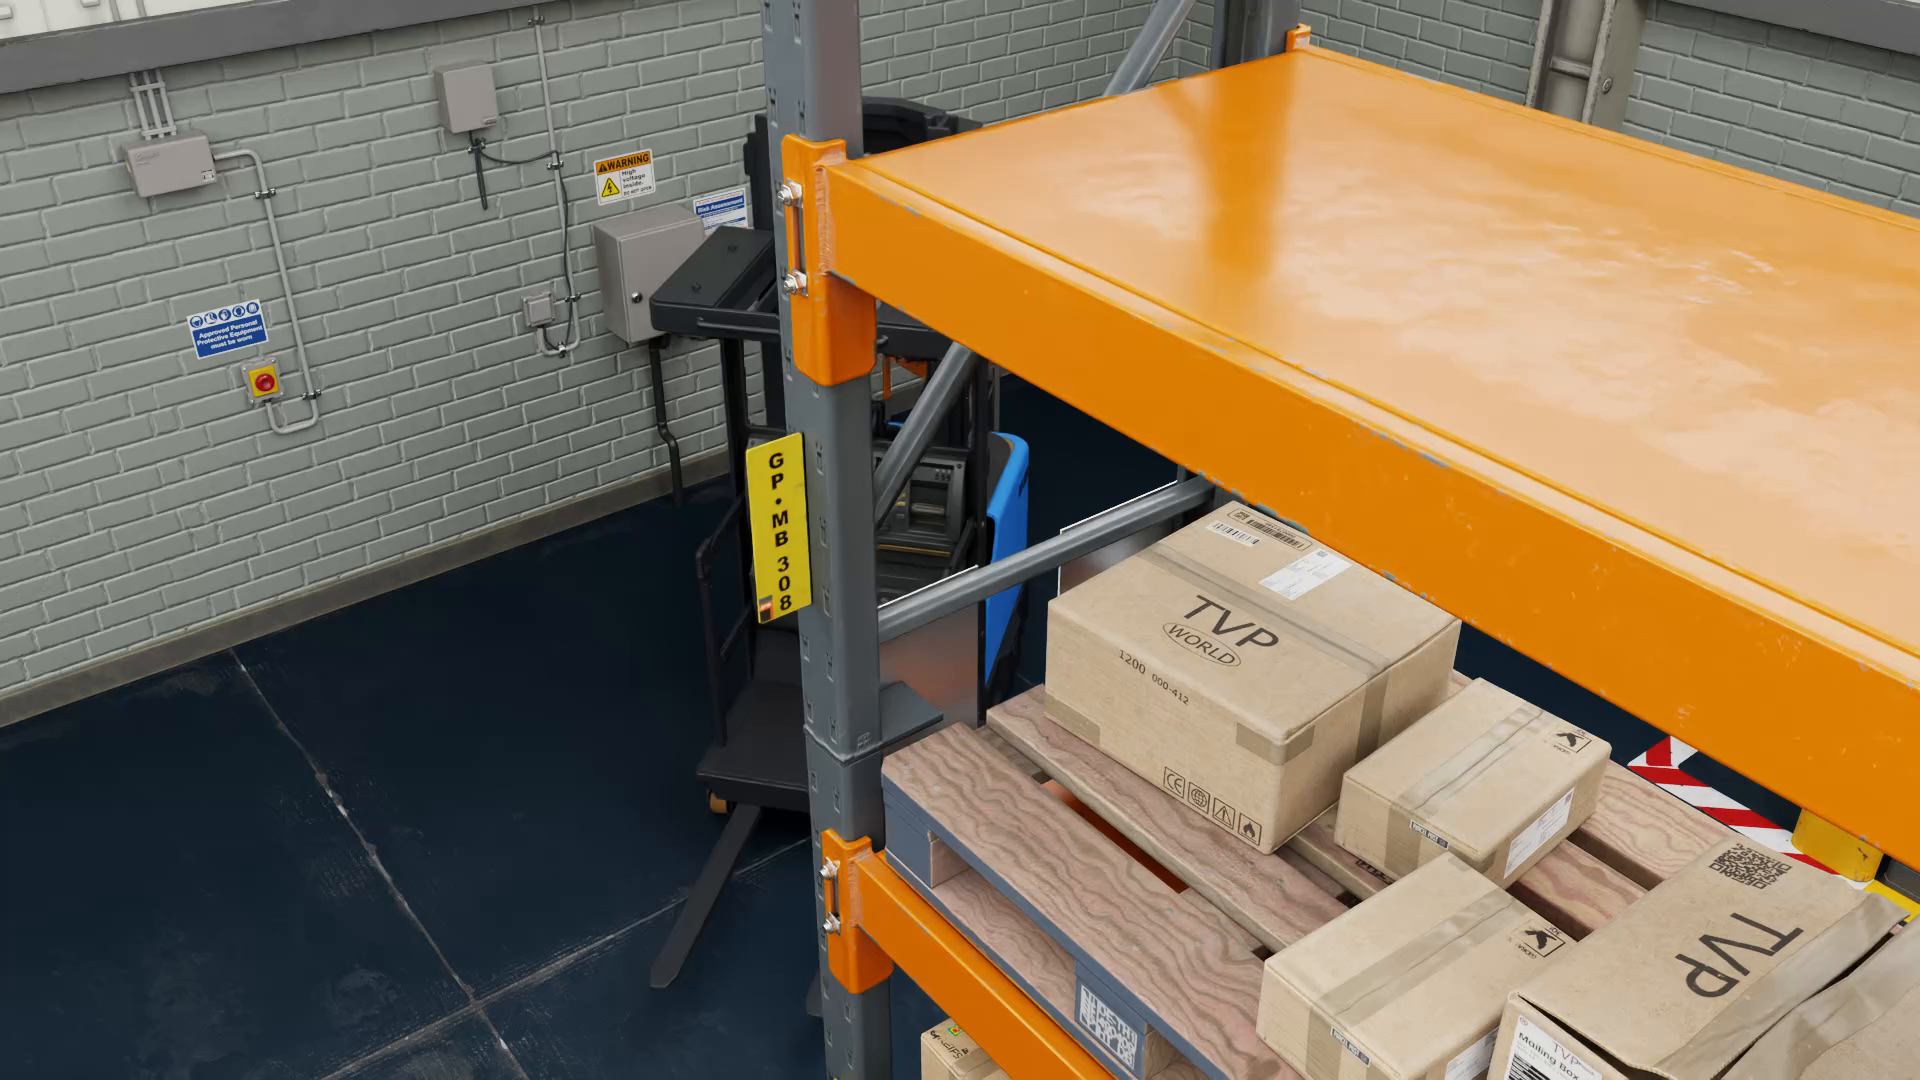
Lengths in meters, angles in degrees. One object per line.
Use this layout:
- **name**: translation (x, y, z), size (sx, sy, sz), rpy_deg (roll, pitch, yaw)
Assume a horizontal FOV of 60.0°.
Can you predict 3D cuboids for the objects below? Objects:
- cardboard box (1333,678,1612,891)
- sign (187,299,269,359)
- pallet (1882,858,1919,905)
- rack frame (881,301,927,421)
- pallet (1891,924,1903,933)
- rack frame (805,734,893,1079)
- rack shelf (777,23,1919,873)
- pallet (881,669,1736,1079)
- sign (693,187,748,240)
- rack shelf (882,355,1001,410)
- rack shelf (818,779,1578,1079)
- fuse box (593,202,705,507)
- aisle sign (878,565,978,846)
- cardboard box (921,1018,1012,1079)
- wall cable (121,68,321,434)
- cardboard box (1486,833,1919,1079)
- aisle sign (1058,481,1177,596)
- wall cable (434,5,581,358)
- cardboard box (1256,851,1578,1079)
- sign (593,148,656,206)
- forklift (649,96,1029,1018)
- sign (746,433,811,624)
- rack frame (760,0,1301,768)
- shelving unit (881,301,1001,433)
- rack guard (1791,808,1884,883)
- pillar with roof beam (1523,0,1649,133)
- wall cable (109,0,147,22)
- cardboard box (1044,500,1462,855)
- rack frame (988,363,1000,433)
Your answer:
- **cardboard box**: translation (0.818, 0.405, 2.657), size (0.380, 0.149, 0.250), rpy_deg (-26, 40, -35)
- **sign**: translation (-3.401, -0.981, 7.730), size (0.327, 0.218, 0.001), rpy_deg (-22, 38, -31)
- **pallet**: translation (4.606, 1.427, 6.752), size (1.003, 0.211, 1.213), rpy_deg (-22, 38, -31)
- **rack frame**: translation (-0.251, -1.063, 8.971), size (0.400, 2.100, 0.015), rpy_deg (-22, 38, -31)
- **pallet**: translation (1.366, 1.064, 1.934), size (1.003, 0.211, 1.213), rpy_deg (-22, 38, -31)
- **rack frame**: translation (0.151, 1.486, 4.014), size (1.000, 3.000, 0.127), rpy_deg (-22, 38, -31)
- **rack shelf**: translation (1.377, 0.247, 1.384), size (1.077, 0.370, 4.000), rpy_deg (-22, 38, -31)
- **pallet**: translation (0.614, 0.556, 2.753), size (1.003, 0.211, 1.213), rpy_deg (-22, 38, -31)
- **sign**: translation (-1.313, -1.681, 9.203), size (0.329, 0.494, 0.001), rpy_deg (-22, 38, -31)
- **rack shelf**: translation (-0.101, -0.949, 8.814), size (0.431, 0.518, 0.480), rpy_deg (-22, 38, -31)
- **rack shelf**: translation (1.377, 1.351, 2.070), size (1.077, 0.370, 4.000), rpy_deg (-22, 38, -31)
- **fuse box**: translation (-1.577, -0.928, 9.122), size (0.539, 1.711, 0.414), rpy_deg (-22, 38, -31)
- **aisle sign**: translation (-0.122, 0.446, 3.225), size (0.394, 0.787, 0.004), rpy_deg (-22, 38, -31)
- **cardboard box**: translation (0.150, 0.981, 3.170), size (0.380, 0.149, 0.250), rpy_deg (-21, 38, -30)
- **wall cable**: translation (-3.325, -1.301, 7.509), size (0.585, 1.953, 0.123), rpy_deg (-22, 38, -31)
- **cardboard box**: translation (1.029, 0.669, 2.078), size (0.500, 0.311, 0.500), rpy_deg (-22, 38, -31)
- **aisle sign**: translation (0.352, 0.252, 3.538), size (0.394, 0.787, 0.004), rpy_deg (-22, 38, -31)
- **wall cable**: translation (-2.212, -1.751, 8.264), size (0.588, 1.984, 0.122), rpy_deg (-22, 38, -31)
- **cardboard box**: translation (0.636, 0.626, 2.301), size (0.380, 0.149, 0.250), rpy_deg (-21, 37, -30)
- **sign**: translation (-1.747, -1.894, 8.674), size (0.339, 0.242, 0.001), rpy_deg (-22, 38, -31)
- **forklift**: translation (-0.484, -0.141, 6.700), size (1.130, 2.935, 3.031), rpy_deg (7, 33, 11)
- **sign**: translation (-0.291, -0.016, 2.686), size (0.100, 0.325, 0.005), rpy_deg (-22, 38, -31)
- **rack frame**: translation (0.151, -1.062, 2.431), size (1.000, 3.000, 0.127), rpy_deg (-22, 38, -31)
- **shelving unit**: translation (-0.101, -0.961, 8.807), size (0.431, 2.100, 0.503), rpy_deg (-22, 38, -31)
- **rack guard**: translation (4.116, 0.973, 7.210), size (1.175, 0.500, 0.348), rpy_deg (-22, 38, -31)
- **pillar with roof beam**: translation (-0.273, -2.692, 5.055), size (9.100, 9.000, 0.400), rpy_deg (-22, 38, -31)
- **wall cable**: translation (-3.560, -3.342, 6.101), size (0.463, 3.000, 0.029), rpy_deg (-22, 38, -31)
- **cardboard box**: translation (0.498, 0.213, 2.870), size (0.500, 0.250, 0.500), rpy_deg (-26, 40, -36)
- **rack frame**: translation (0.048, -0.859, 8.643), size (0.400, 2.100, 0.015), rpy_deg (-22, 38, -31)
